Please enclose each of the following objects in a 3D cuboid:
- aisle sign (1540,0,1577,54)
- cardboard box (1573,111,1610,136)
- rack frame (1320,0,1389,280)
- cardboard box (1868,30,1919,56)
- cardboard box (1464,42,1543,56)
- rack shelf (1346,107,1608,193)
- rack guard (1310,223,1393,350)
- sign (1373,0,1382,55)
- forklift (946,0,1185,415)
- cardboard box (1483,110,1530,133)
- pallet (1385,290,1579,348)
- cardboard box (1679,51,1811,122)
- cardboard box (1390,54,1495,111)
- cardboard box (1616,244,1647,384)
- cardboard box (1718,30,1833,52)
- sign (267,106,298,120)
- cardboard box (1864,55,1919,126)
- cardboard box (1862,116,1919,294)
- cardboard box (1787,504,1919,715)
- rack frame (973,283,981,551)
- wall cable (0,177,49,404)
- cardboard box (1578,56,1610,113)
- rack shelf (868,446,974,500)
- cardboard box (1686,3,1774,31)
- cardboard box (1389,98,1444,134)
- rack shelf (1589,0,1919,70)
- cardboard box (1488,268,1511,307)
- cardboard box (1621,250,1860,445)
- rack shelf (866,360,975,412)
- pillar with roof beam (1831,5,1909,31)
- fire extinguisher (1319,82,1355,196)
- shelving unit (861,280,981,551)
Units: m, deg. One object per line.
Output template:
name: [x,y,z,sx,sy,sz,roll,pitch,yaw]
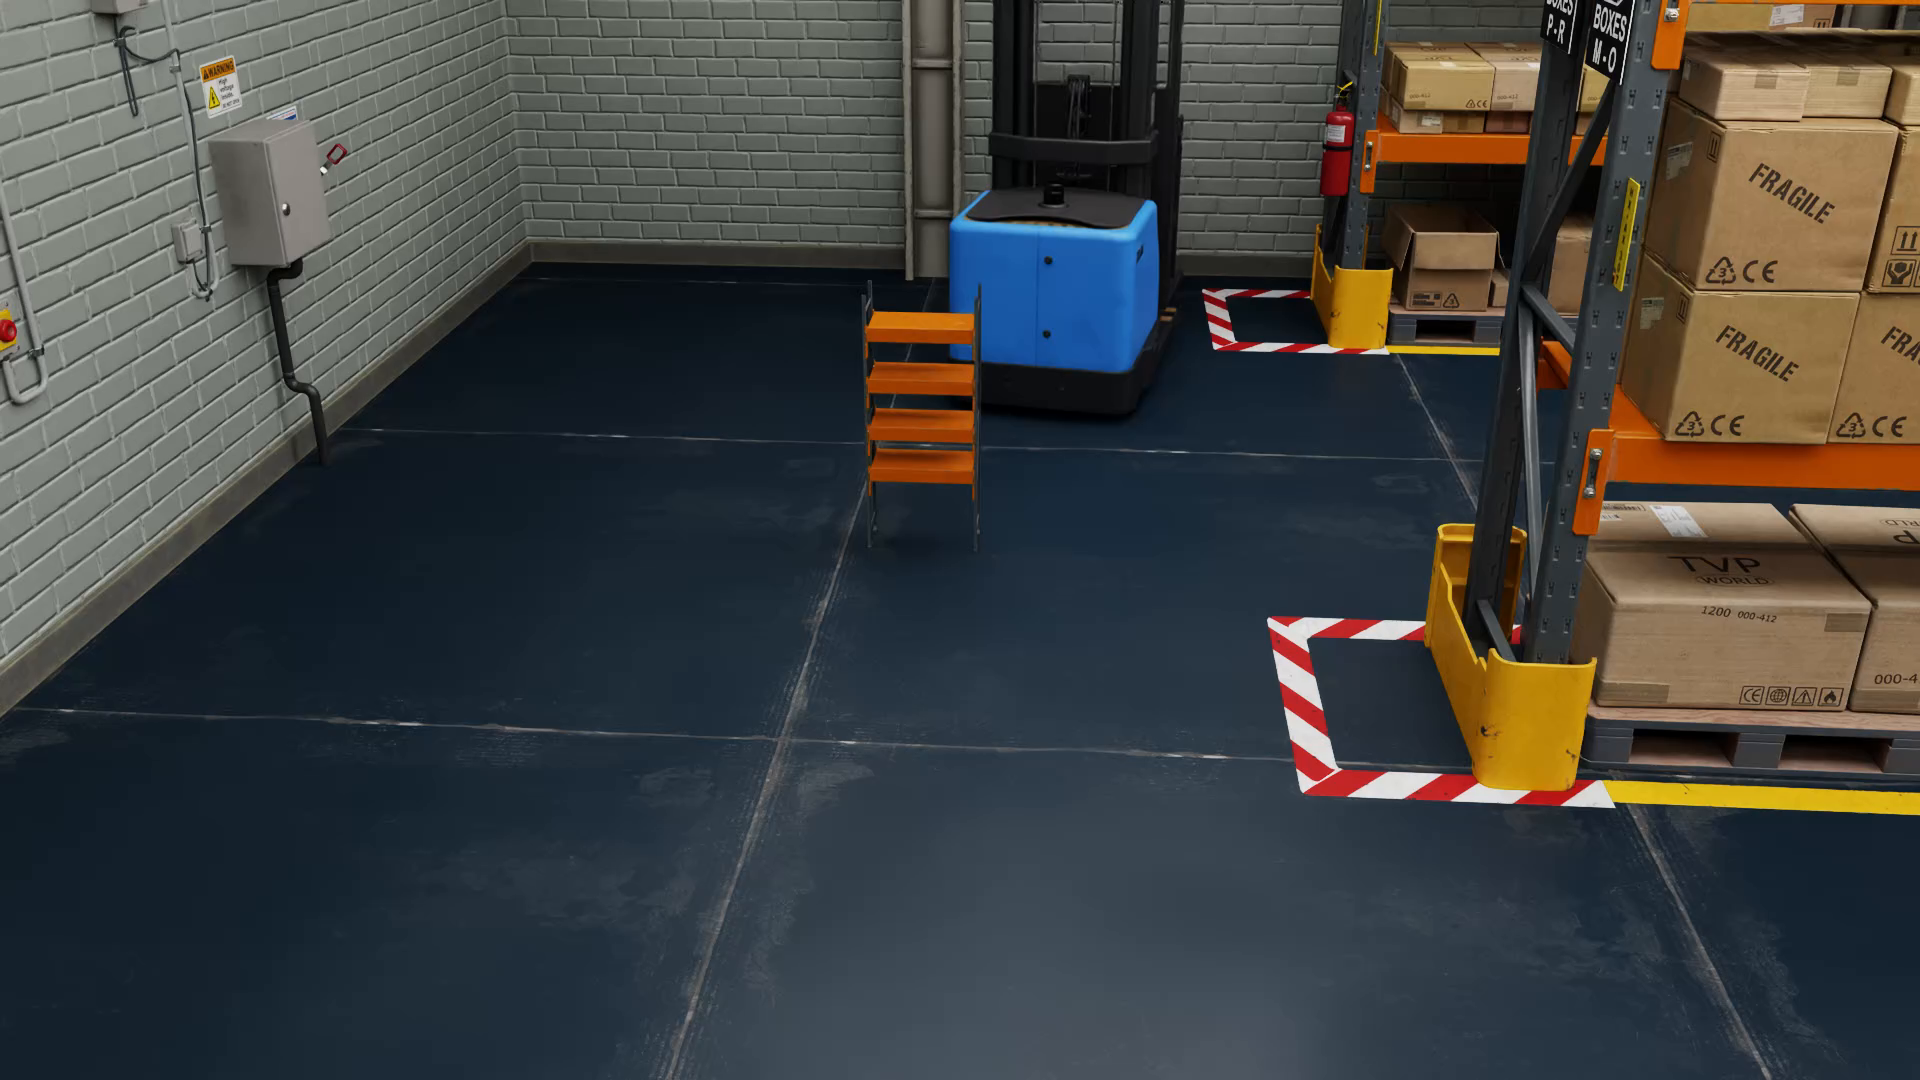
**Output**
aisle sign: [2.017,-2.038,5.482,0.004,0.787,0.394,2,25,4]
cardboard box: [3.782,-2.533,9.968,0.250,0.149,0.380,2,25,5]
rack frame: [2.441,-2.795,10.235,0.127,3.000,1.000,2,25,4]
cardboard box: [3.205,-1.596,5.538,0.250,0.149,0.380,2,25,5]
cardboard box: [3.434,-2.941,10.376,0.500,0.250,0.500,2,25,4]
rack shelf: [4.435,-2.404,10.247,4.000,0.370,1.077,2,25,4]
rack guard: [2.517,-1.657,10.753,0.348,0.500,1.175,2,25,4]
sign: [2.400,-2.962,9.563,0.005,0.325,0.100,2,25,4]
forklift: [0.790,-2.605,9.905,1.130,2.935,3.031,6,25,13]
cardboard box: [3.270,-2.573,10.054,0.250,0.149,0.380,2,25,3]
pallet: [3.312,-1.500,10.758,1.213,0.211,1.003,2,25,4]
cardboard box: [2.398,-1.393,5.098,0.250,0.149,0.380,2,25,5]
cardboard box: [2.873,-2.735,9.929,0.500,0.250,0.500,2,25,4]
cardboard box: [2.566,-0.866,5.924,0.500,0.500,0.500,2,25,4]
cardboard box: [2.693,-1.594,5.534,0.250,0.149,0.380,2,25,5]
sign: [-3.421,-1.937,8.484,0.001,0.494,0.329,2,25,4]
cardboard box: [2.915,-1.359,5.022,0.250,0.149,0.380,3,25,6]
cardboard box: [3.038,-1.078,5.188,0.500,0.500,0.500,1,25,3]
cardboard box: [3.644,0.252,6.176,0.875,0.438,0.875,2,25,5]
rack frame: [0.078,-0.543,7.494,0.015,1.200,0.240,2,25,4]
wall cable: [-3.559,-1.372,5.891,0.123,1.953,0.585,2,25,4]
cardboard box: [3.881,-2.704,9.862,0.500,0.250,0.500,1,25,3]
rack shelf: [-0.165,-0.309,7.622,0.480,0.148,0.258,2,25,4]
cardboard box: [4.369,-3.028,9.668,0.500,0.500,0.500,2,25,5]
cardboard box: [2.748,-2.556,10.017,0.250,0.149,0.380,2,25,4]
rack shelf: [4.059,-1.698,5.123,4.000,0.370,1.077,2,25,4]
cardboard box: [3.465,-1.602,10.550,0.250,0.149,0.380,1,25,2]
cardboard box: [2.522,-0.636,5.425,0.500,0.500,0.500,2,25,4]
rack shelf: [-0.165,-0.692,7.445,0.480,0.148,0.258,2,25,4]
pillar with roof beam: [5.475,-3.996,5.669,0.400,9.000,9.100,2,25,4]
fire extinguisher: [2.259,-2.402,9.921,0.183,0.674,0.296,2,25,4]
shelving unit: [-0.165,-0.550,7.511,0.503,1.200,0.258,2,25,4]
